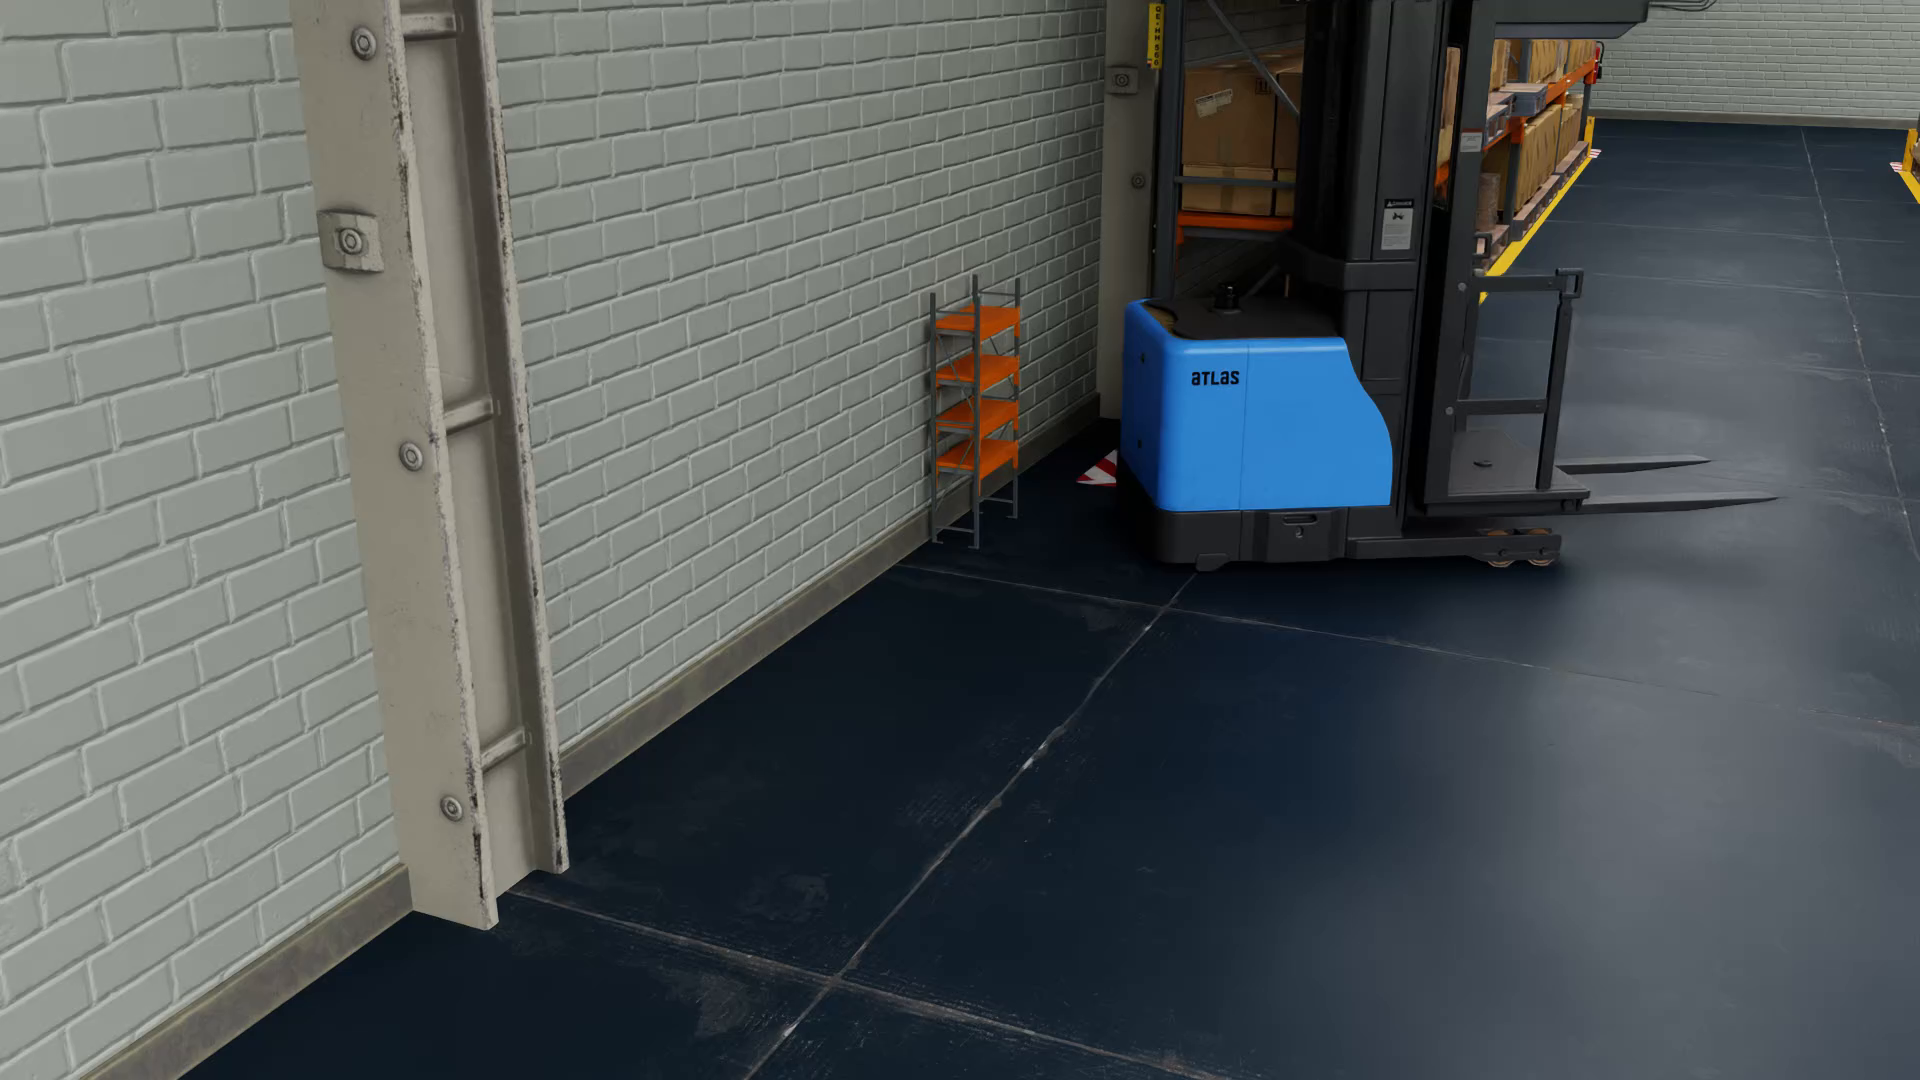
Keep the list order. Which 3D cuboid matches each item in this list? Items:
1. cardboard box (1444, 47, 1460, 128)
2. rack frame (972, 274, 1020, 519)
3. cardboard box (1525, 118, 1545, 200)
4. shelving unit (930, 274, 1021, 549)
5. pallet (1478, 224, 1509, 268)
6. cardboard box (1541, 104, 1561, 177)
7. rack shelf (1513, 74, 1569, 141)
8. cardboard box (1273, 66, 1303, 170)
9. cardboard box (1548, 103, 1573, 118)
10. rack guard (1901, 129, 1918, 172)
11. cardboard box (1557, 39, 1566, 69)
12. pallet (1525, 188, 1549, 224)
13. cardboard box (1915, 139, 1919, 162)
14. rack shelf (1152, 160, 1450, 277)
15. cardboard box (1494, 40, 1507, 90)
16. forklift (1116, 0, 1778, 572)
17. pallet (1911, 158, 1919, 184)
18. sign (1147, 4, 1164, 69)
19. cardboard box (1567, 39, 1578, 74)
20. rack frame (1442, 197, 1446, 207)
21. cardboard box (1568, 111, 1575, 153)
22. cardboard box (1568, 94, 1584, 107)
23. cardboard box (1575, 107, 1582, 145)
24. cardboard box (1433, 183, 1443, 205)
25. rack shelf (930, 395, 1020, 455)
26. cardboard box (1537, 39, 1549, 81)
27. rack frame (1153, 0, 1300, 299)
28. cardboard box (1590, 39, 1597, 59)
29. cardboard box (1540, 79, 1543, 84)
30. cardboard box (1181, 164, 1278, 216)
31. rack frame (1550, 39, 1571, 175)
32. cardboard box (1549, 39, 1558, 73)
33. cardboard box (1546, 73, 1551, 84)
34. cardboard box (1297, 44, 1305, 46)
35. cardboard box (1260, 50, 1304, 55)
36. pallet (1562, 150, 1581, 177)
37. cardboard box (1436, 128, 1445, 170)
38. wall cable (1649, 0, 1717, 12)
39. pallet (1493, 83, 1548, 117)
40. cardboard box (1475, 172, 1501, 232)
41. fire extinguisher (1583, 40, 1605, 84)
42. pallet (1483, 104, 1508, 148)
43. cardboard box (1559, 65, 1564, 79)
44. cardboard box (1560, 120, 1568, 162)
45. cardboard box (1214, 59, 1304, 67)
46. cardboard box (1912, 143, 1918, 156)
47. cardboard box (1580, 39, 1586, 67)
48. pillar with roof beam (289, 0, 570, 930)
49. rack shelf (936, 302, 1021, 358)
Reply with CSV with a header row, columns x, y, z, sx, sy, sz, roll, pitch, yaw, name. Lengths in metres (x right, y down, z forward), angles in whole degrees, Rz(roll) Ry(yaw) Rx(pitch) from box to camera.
x,y,z,sx,sy,sz,roll,pitch,yaw,name
3.063,-3.044,11.125,0.500,0.500,0.500,8,21,22,cardboard box
0.173,-0.690,8.119,0.240,1.200,0.015,8,21,22,rack frame
5.597,-3.973,17.246,0.750,0.750,0.750,8,21,22,cardboard box
0.075,-0.615,7.908,0.258,1.200,0.503,8,21,22,shelving unit
4.490,-2.762,15.421,1.003,0.211,1.213,9,21,23,pallet
6.302,-4.506,18.744,0.750,0.750,0.750,9,21,23,cardboard box
5.631,-4.587,17.464,1.077,0.370,4.000,9,21,23,rack shelf
2.005,-2.266,8.938,0.500,0.500,0.500,9,21,23,cardboard box
7.370,-5.317,20.578,0.380,0.149,0.250,8,21,21,cardboard box
12.577,-4.881,20.946,1.175,0.500,0.348,9,21,23,rack guard
6.291,-5.401,18.056,0.500,0.500,0.500,9,21,23,cardboard box
5.704,-3.603,17.785,1.003,0.211,1.213,9,21,23,pallet
11.922,-4.713,20.192,0.500,0.250,0.500,9,21,23,cardboard box
2.355,-2.142,10.588,1.077,0.370,4.000,9,21,23,rack shelf
4.424,-4.249,14.635,0.700,0.500,0.500,6,21,18,cardboard box
2.331,-1.430,7.615,3.031,2.935,1.130,-2,20,-6,forklift
12.252,-4.501,20.309,1.003,0.211,1.213,9,21,23,pallet
1.038,-2.646,8.732,0.100,0.325,0.005,9,21,23,sign
6.687,-5.842,19.472,0.980,0.700,0.700,9,21,24,cardboard box
3.174,-3.092,12.186,1.000,3.000,0.127,9,21,23,rack frame
7.482,-5.246,21.346,0.700,0.500,0.500,8,21,21,cardboard box
8.006,-5.794,21.920,0.380,0.149,0.250,8,21,22,cardboard box
7.892,-5.553,22.209,0.700,0.500,0.500,9,21,23,cardboard box
3.637,-2.837,13.425,0.500,0.250,0.500,8,21,22,cardboard box
0.075,-0.552,7.931,0.258,0.148,0.480,8,21,22,rack shelf
5.467,-4.784,16.320,0.500,0.500,0.500,9,22,24,cardboard box
1.536,-1.869,8.748,1.000,3.000,0.127,9,21,23,rack frame
7.888,-6.744,22.008,0.980,0.700,0.700,10,22,25,cardboard box
5.890,-4.824,17.403,0.380,0.149,0.250,9,22,24,cardboard box
1.550,-1.977,9.246,0.500,0.250,0.500,9,21,23,cardboard box
6.450,-5.537,19.063,1.000,3.000,0.127,9,21,23,rack frame
5.877,-5.095,17.197,0.500,0.500,0.500,9,22,24,cardboard box
6.125,-4.978,17.836,0.380,0.149,0.250,9,21,23,cardboard box
2.575,-3.111,11.316,0.500,0.500,0.500,8,21,22,cardboard box
2.164,-2.800,10.439,0.500,0.500,0.500,9,21,23,cardboard box
7.331,-4.820,21.206,1.003,0.211,1.213,9,21,23,pallet
2.853,-2.537,10.820,0.500,0.250,0.500,8,21,22,cardboard box
10.730,-9.804,26.740,3.097,2.526,0.112,9,21,23,wall cable
4.617,-3.992,15.003,1.213,0.211,1.003,9,21,23,pallet
4.564,-3.117,15.331,0.700,0.500,0.500,9,21,23,cardboard box
8.570,-6.531,22.528,0.296,0.674,0.183,9,21,23,fire extinguisher
3.619,-3.215,12.819,1.003,0.211,1.213,9,21,23,pallet
6.488,-5.206,18.476,0.380,0.149,0.250,9,21,24,cardboard box
7.058,-4.925,20.445,0.700,0.500,0.500,8,21,22,cardboard box
1.750,-2.487,9.560,0.500,0.500,0.500,9,21,23,cardboard box
12.123,-4.865,20.770,0.380,0.149,0.250,9,21,23,cardboard box
7.280,-6.289,20.727,0.980,0.700,0.700,7,21,20,cardboard box
2.504,-2.603,1.860,9.100,9.000,0.400,9,21,23,pillar with roof beam
0.076,-0.985,7.776,0.258,0.148,0.480,8,21,22,rack shelf
